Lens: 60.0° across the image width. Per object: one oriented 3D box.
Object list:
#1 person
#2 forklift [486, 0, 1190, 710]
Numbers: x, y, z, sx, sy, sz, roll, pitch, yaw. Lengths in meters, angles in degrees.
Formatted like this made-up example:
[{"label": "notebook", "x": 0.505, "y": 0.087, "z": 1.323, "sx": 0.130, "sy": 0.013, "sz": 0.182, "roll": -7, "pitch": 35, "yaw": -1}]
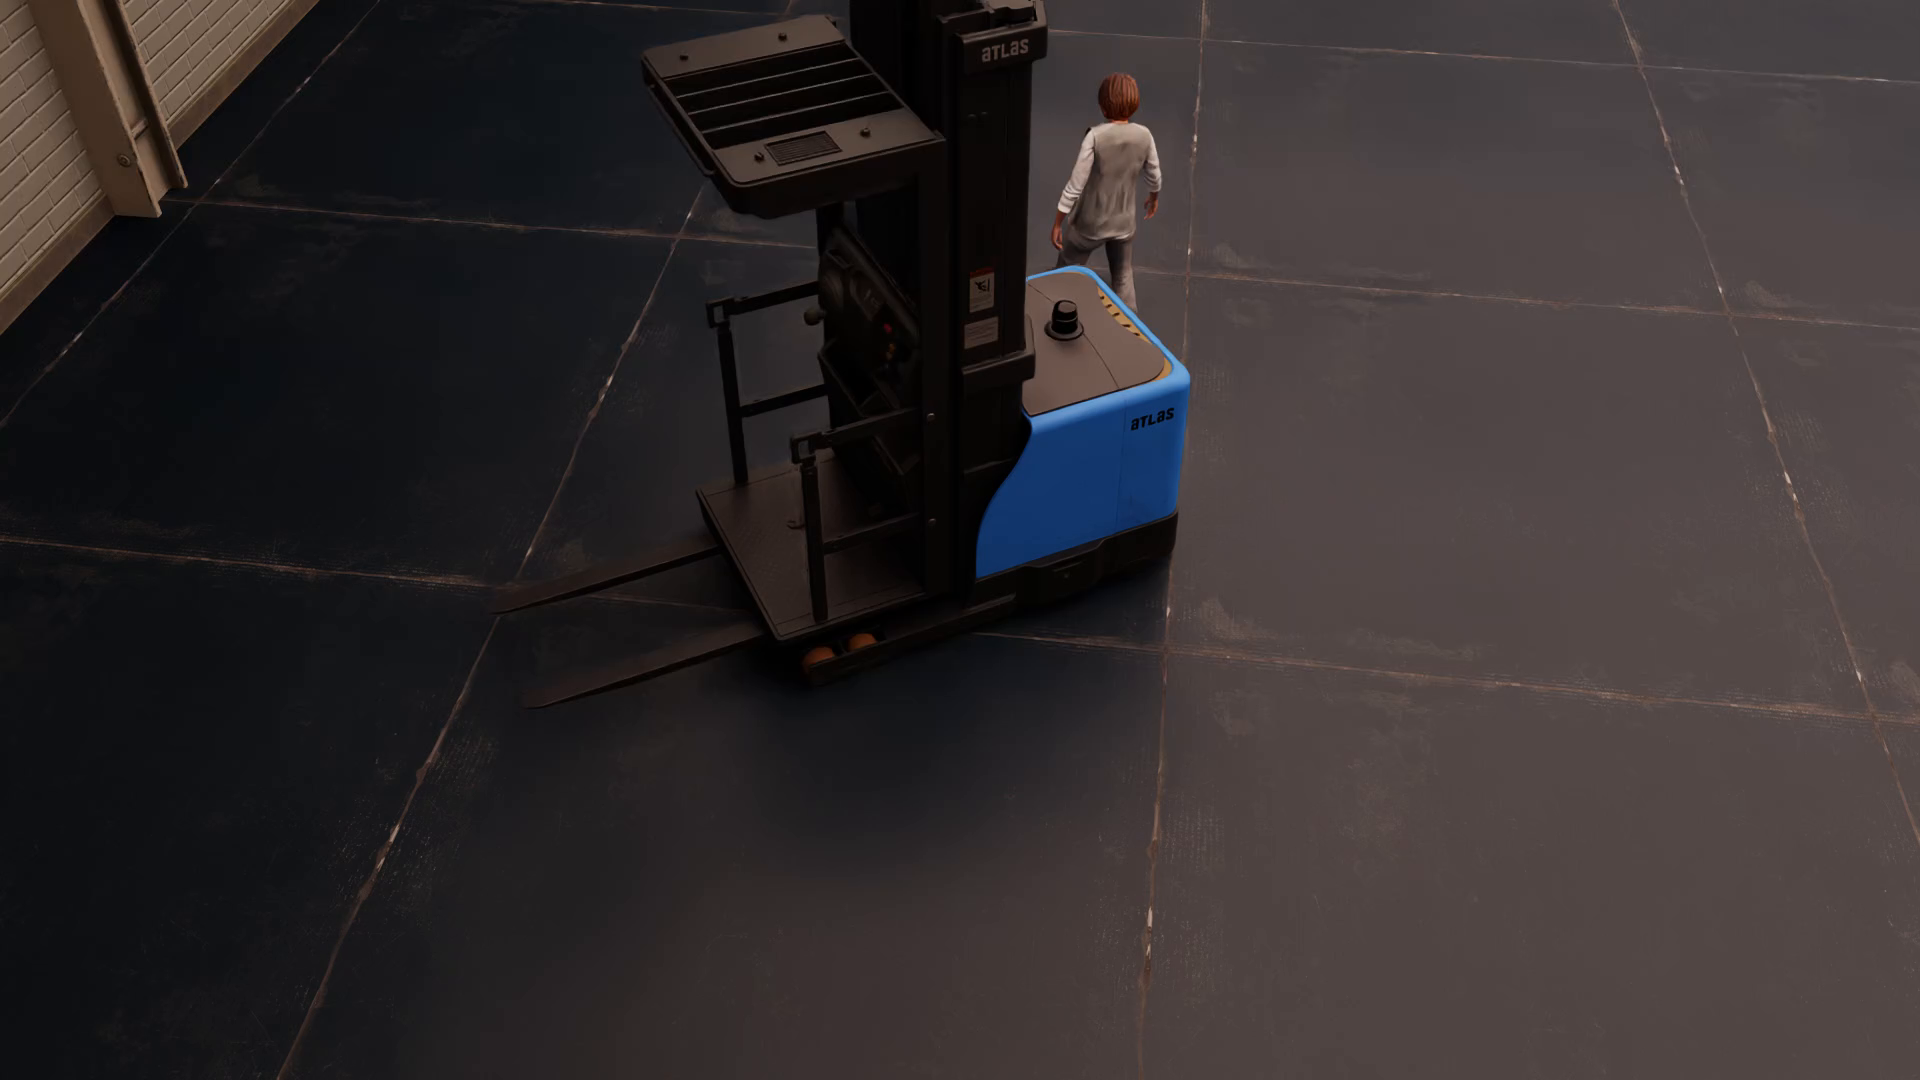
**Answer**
[{"label": "person", "x": 0.735, "y": -1.614, "z": 8.493, "sx": 0.696, "sy": 1.571, "sz": 0.314, "roll": -14, "pitch": 44, "yaw": -15}, {"label": "forklift", "x": -0.557, "y": -0.863, "z": 6.664, "sx": 3.031, "sy": 2.935, "sz": 1.130, "roll": -18, "pitch": 45, "yaw": -18}]
